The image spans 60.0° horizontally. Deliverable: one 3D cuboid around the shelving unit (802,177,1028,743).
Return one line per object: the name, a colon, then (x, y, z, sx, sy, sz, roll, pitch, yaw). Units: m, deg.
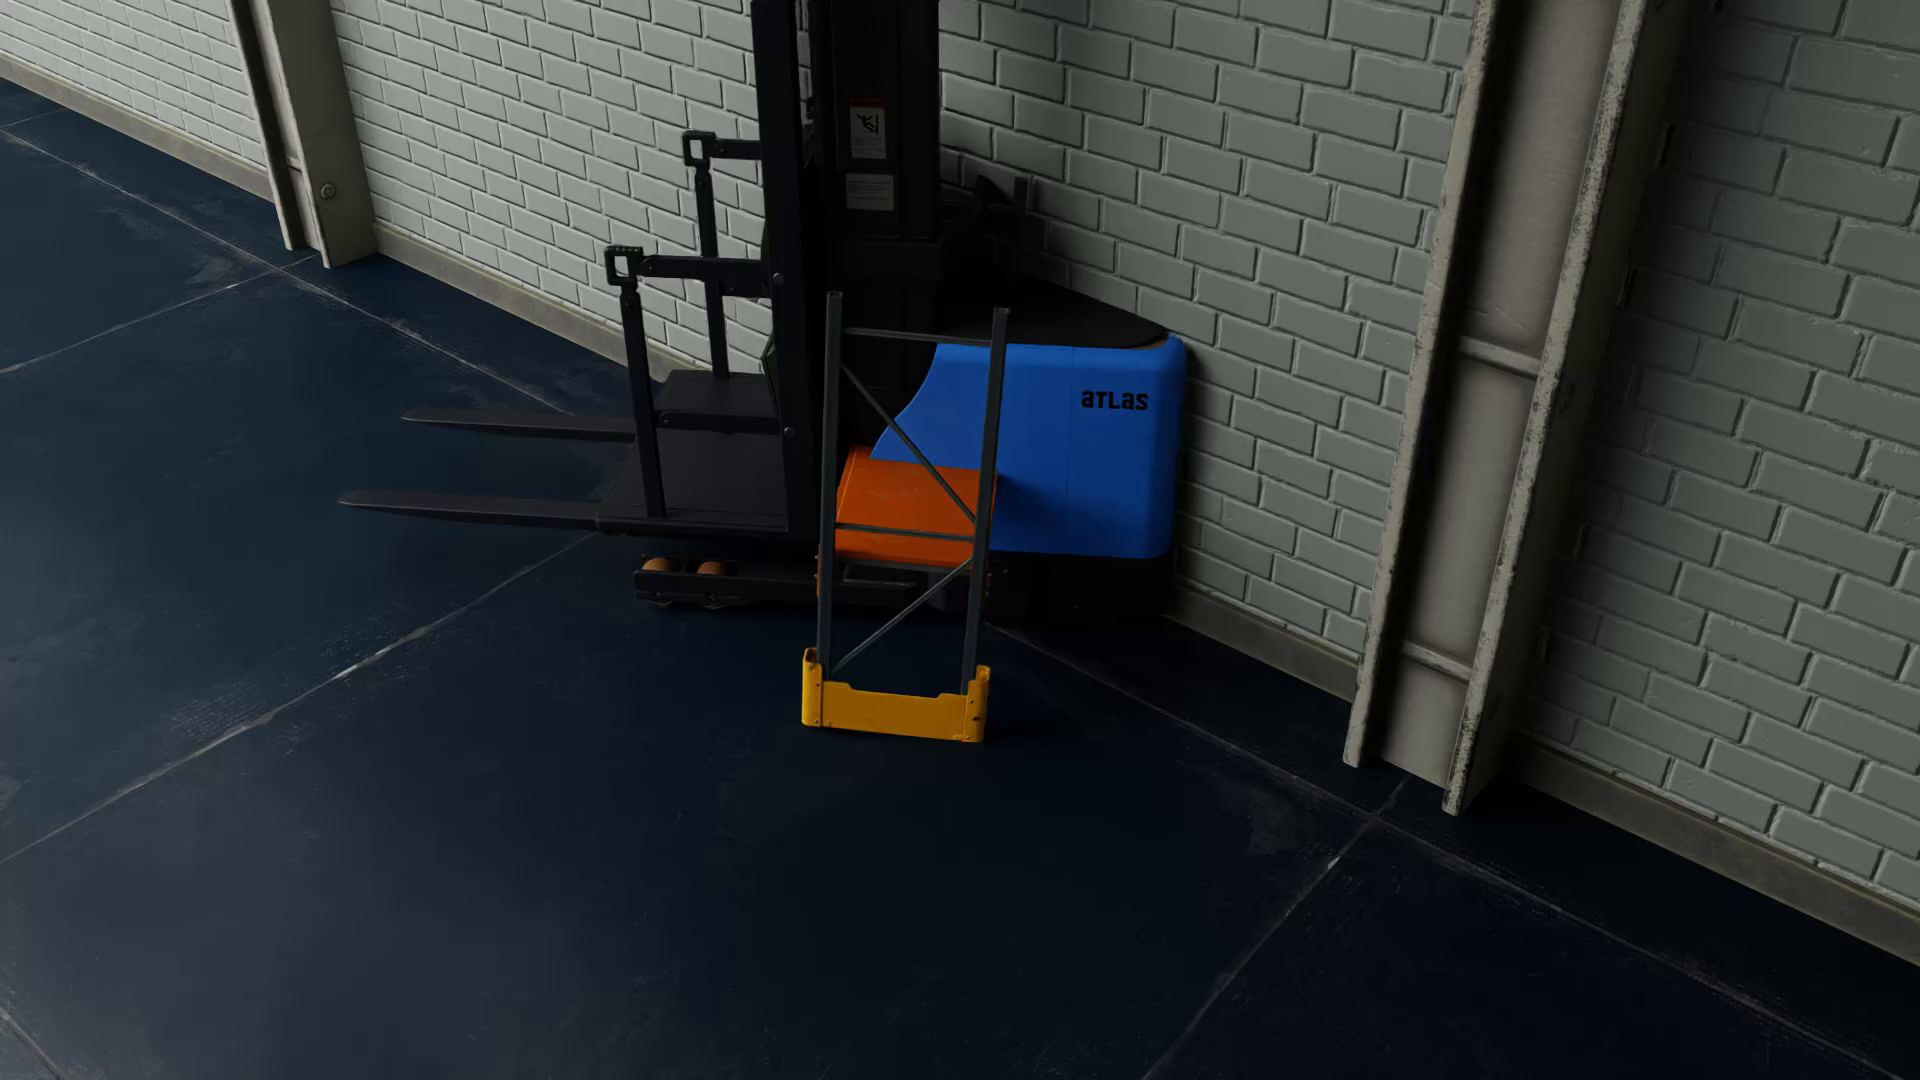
shelving unit: (-0.121, -0.295, 5.369, 0.587, 1.500, 1.083, 6, 33, 2)

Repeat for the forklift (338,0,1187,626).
forklift: (-0.729, -1.259, 5.494, 3.031, 2.935, 1.130, 3, 35, 5)

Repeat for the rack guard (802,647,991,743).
rack guard: (-0.206, 0.495, 5.287, 0.587, 0.250, 0.087, 6, 33, 2)

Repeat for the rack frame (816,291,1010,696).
rack frame: (-0.165, -0.019, 4.934, 0.500, 1.500, 0.032, 6, 33, 2)

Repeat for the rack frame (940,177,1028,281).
rack frame: (-0.080, -0.562, 5.789, 0.500, 1.500, 0.032, 6, 33, 2)

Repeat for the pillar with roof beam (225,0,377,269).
pillar with roof beam: (-5.912, -3.309, 3.120, 0.400, 9.000, 9.100, 25, 42, 32)

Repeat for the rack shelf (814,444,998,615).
rack shelf: (-0.135, -0.139, 5.458, 0.538, 0.185, 1.000, 6, 33, 2)
